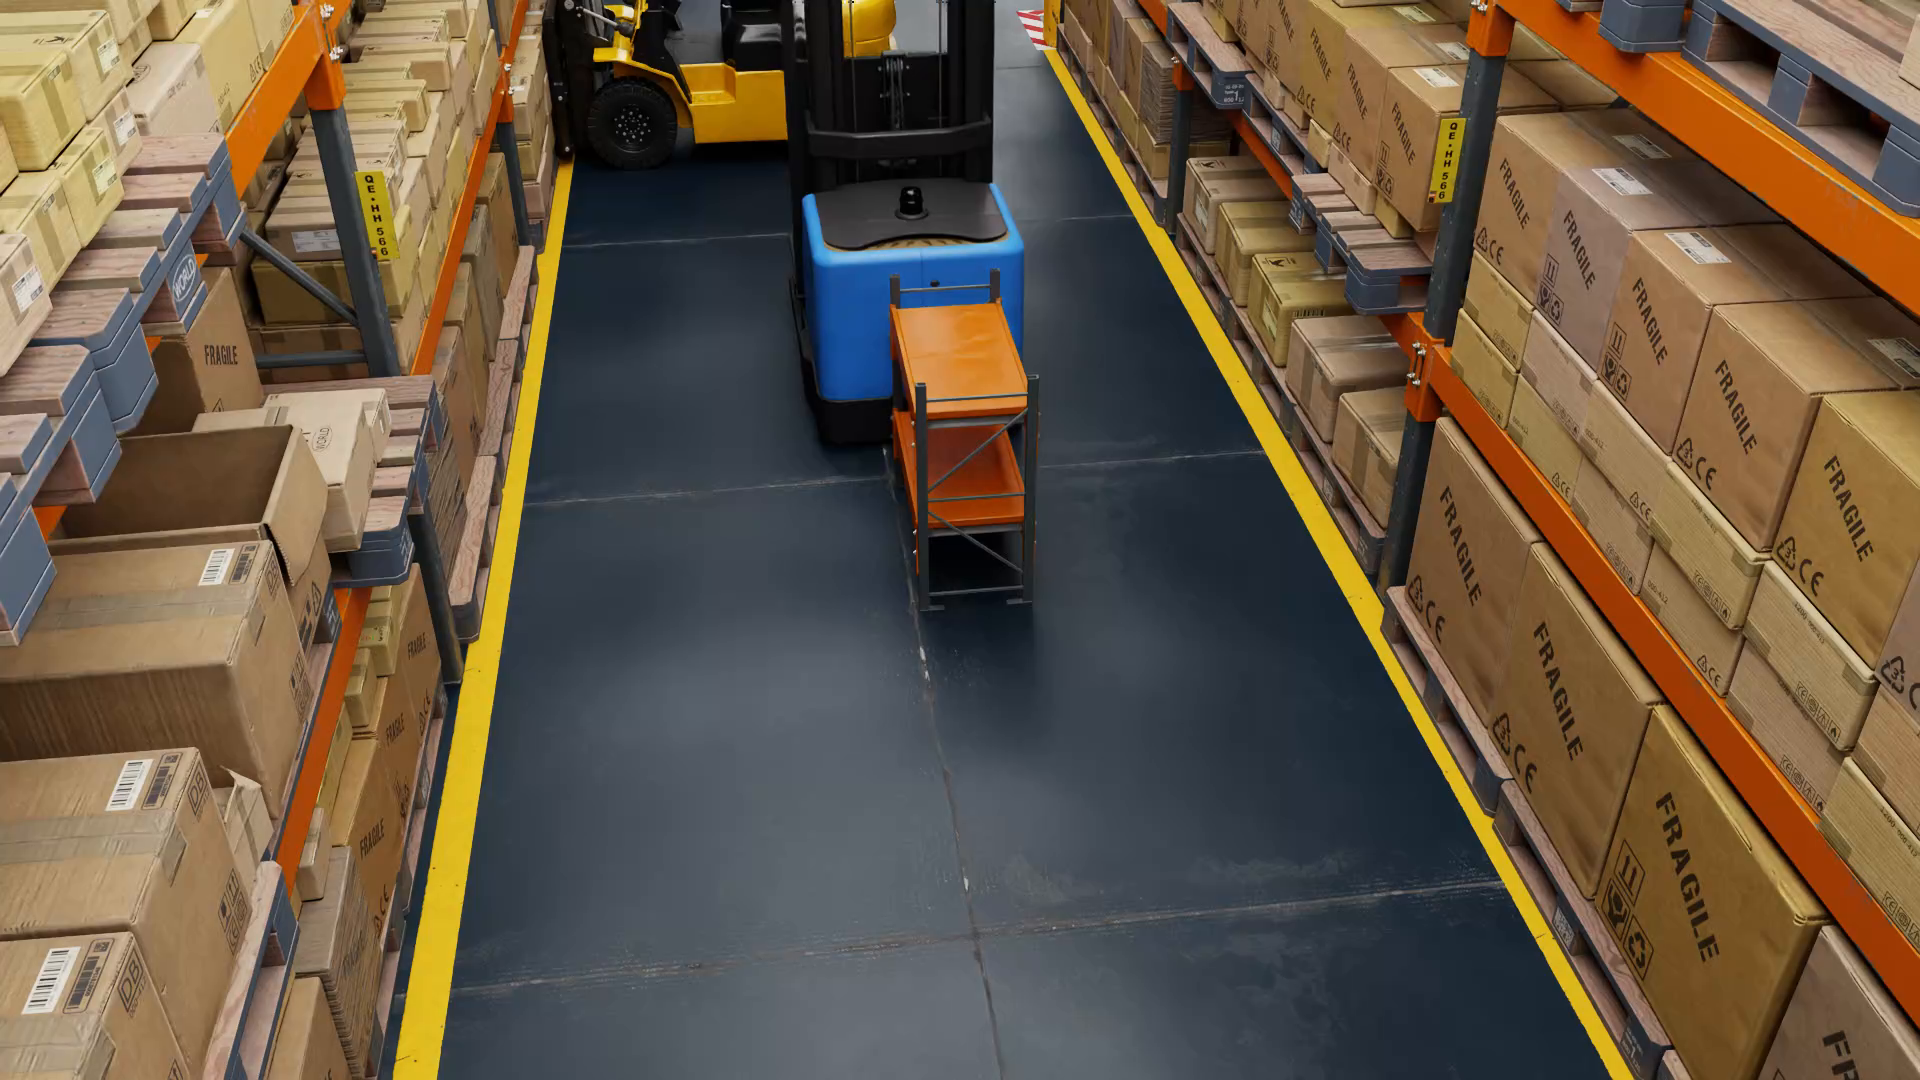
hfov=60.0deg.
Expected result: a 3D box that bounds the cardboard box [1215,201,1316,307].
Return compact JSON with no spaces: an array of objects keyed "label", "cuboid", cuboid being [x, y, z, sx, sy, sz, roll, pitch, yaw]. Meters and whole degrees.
[{"label":"cardboard box","cuboid":[1.990,-1.639,9.452,0.950,0.372,0.625,-2,34,-3]}]

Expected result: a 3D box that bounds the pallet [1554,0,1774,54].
[{"label":"pallet","cuboid":[2.494,-1.819,5.260,1.213,0.211,1.003,-3,34,-4]}]

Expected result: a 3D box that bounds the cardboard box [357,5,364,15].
[{"label":"cardboard box","cuboid":[-3.287,-2.709,8.751,0.500,0.250,0.500,-5,35,-7]}]

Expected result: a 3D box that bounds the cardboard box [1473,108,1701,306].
[{"label":"cardboard box","cuboid":[2.179,-1.174,5.832,0.500,0.500,0.500,-5,35,-8]}]

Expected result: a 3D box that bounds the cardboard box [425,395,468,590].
[{"label":"cardboard box","cuboid":[-2.634,-0.176,7.081,0.875,0.625,0.625,-3,34,-5]}]

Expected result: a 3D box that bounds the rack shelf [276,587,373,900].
[{"label":"rack shelf","cuboid":[-2.294,0.778,4.583,1.077,0.370,4.000,-4,35,-6]}]

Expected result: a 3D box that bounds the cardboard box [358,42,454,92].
[{"label":"cardboard box","cuboid":[-2.522,-2.150,7.576,0.380,0.149,0.250,-5,35,-8]}]

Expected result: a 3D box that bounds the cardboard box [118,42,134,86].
[{"label":"cardboard box","cuboid":[-2.130,-1.078,3.783,0.380,0.149,0.250,-3,34,-5]}]

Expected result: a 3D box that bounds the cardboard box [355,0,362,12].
[{"label":"cardboard box","cuboid":[-3.283,-2.810,8.545,0.380,0.149,0.250,-5,35,-8]}]

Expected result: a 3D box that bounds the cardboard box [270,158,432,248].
[{"label":"cardboard box","cuboid":[-2.447,-1.325,6.720,0.500,0.250,0.500,-3,34,-5]}]

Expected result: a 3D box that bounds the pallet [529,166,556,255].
[{"label":"pallet","cuboid":[-3.167,-2.162,10.734,1.003,0.211,1.213,-4,35,-6]}]

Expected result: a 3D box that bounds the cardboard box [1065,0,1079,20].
[{"label":"cardboard box","cuboid":[1.117,-4.340,12.858,0.500,0.500,0.500,-5,35,-8]}]

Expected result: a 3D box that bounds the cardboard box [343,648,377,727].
[{"label":"cardboard box","cuboid":[-2.187,0.513,5.604,0.380,0.149,0.250,-5,35,-8]}]

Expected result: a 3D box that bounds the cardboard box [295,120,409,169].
[{"label":"cardboard box","cuboid":[-2.459,-1.580,6.740,0.380,0.149,0.250,-4,34,-6]}]

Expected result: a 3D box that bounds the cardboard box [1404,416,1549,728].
[{"label":"cardboard box","cuboid":[2.365,0.083,6.478,0.875,0.875,0.875,-5,35,-7]}]

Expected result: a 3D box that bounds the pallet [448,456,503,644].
[{"label":"pallet","cuboid":[-2.635,0.055,7.482,1.003,0.211,1.213,-4,35,-6]}]

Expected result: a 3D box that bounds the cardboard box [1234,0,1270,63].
[{"label":"cardboard box","cuboid":[1.717,-2.743,8.386,0.500,0.500,0.500,-5,35,-7]}]

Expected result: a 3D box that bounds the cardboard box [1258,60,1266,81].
[{"label":"cardboard box","cuboid":[1.741,-2.405,8.466,0.380,0.149,0.250,-4,34,-6]}]

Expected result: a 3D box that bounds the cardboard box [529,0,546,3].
[{"label":"cardboard box","cuboid":[-3.116,-3.751,11.771,0.500,0.250,0.500,-4,34,-6]}]

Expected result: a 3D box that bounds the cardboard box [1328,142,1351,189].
[{"label":"cardboard box","cuboid":[1.866,-1.670,7.387,0.380,0.149,0.250,-6,35,-9]}]

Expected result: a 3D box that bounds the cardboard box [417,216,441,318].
[{"label":"cardboard box","cuboid":[-2.444,-1.120,6.863,0.500,0.250,0.500,-5,35,-7]}]

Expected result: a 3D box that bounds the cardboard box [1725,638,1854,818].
[{"label":"cardboard box","cuboid":[2.466,0.483,4.511,0.500,0.250,0.500,-5,35,-8]}]

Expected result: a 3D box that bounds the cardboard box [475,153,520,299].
[{"label":"cardboard box","cuboid":[-3.020,-1.769,9.418,0.875,0.625,0.625,-3,34,-4]}]

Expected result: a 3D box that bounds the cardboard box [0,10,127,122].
[{"label":"cardboard box","cuboid":[-1.896,-0.931,3.286,0.380,0.149,0.250,-4,34,-6]}]

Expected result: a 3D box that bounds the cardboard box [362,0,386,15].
[{"label":"cardboard box","cuboid":[-2.802,-2.719,8.412,0.380,0.149,0.250,-4,35,-6]}]

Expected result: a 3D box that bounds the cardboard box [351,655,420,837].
[{"label":"cardboard box","cuboid":[-2.237,0.724,5.870,0.500,0.500,0.500,-5,35,-7]}]

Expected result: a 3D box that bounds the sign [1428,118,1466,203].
[{"label":"sign","cuboid":[1.818,-1.412,6.201,0.100,0.325,0.005,-4,35,-6]}]

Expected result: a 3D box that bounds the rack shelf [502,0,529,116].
[{"label":"rack shelf","cuboid":[-3.370,-3.686,11.134,1.077,0.370,4.000,-4,35,-6]}]

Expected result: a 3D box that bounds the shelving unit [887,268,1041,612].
[{"label":"shelving unit","cuboid":[0.001,-0.461,7.428,0.538,1.125,1.048,-4,35,-6]}]

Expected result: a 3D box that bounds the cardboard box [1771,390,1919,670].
[{"label":"cardboard box","cuboid":[2.458,-0.038,4.166,0.500,0.500,0.500,-3,34,-5]}]

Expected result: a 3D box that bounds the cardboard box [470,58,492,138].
[{"label":"cardboard box","cuboid":[-2.701,-2.263,8.541,0.500,0.250,0.500,-5,35,-7]}]

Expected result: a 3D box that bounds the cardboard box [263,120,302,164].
[{"label":"cardboard box","cuboid":[-3.034,-1.574,7.085,0.500,0.250,0.500,-5,35,-7]}]

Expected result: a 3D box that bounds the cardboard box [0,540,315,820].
[{"label":"cardboard box","cuboid":[-2.044,0.369,4.084,0.700,0.500,0.500,-5,35,-7]}]

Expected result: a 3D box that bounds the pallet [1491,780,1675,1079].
[{"label":"pallet","cuboid":[2.547,1.264,5.707,1.003,0.211,1.213,-4,35,-6]}]

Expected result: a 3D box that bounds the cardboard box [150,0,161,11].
[{"label":"cardboard box","cuboid":[-2.086,-1.347,3.915,0.380,0.149,0.250,-5,35,-7]}]

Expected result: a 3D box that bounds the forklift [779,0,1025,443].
[{"label":"forklift","cuboid":[-0.405,-2.516,8.839,1.130,2.935,3.031,-5,35,-7]}]

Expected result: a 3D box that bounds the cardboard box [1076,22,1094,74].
[{"label":"cardboard box","cuboid":[1.174,-3.758,12.669,0.500,0.250,0.500,-3,34,-5]}]

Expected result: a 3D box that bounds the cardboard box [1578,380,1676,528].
[{"label":"cardboard box","cuboid":[2.301,-0.288,5.199,0.500,0.250,0.500,-4,35,-7]}]

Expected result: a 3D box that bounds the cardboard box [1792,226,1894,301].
[{"label":"cardboard box","cuboid":[2.821,-0.635,5.042,0.500,0.500,0.500,-4,35,-6]}]

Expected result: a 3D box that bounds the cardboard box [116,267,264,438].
[{"label":"cardboard box","cuboid":[-2.649,-0.551,5.433,0.500,0.500,0.500,-3,34,-4]}]

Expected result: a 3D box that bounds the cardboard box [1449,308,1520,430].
[{"label":"cardboard box","cuboid":[2.171,-0.659,6.186,0.500,0.250,0.500,-5,35,-7]}]

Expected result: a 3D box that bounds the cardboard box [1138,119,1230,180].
[{"label":"cardboard box","cuboid":[1.471,-2.592,10.958,0.500,0.250,0.500,-3,34,-4]}]

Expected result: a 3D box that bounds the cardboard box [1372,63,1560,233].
[{"label":"cardboard box","cuboid":[2.018,-1.583,6.684,0.500,0.500,0.500,-5,35,-8]}]

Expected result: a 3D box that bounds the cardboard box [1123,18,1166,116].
[{"label":"cardboard box","cuboid":[1.401,-3.186,11.164,0.500,0.500,0.500,-4,34,-6]}]

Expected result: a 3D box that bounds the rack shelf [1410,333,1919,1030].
[{"label":"rack shelf","cuboid":[2.624,0.400,5.138,1.077,0.370,4.000,-4,35,-6]}]

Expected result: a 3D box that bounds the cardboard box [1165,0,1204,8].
[{"label":"cardboard box","cuboid":[1.472,-3.297,10.148,0.380,0.149,0.250,-5,35,-7]}]

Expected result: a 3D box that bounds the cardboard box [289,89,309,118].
[{"label":"cardboard box","cuboid":[-3.033,-1.966,7.306,0.380,0.149,0.250,-3,34,-5]}]

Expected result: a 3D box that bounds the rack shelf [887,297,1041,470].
[{"label":"rack shelf","cuboid":[0.001,-0.703,7.263,0.538,0.278,1.000,-4,35,-6]}]

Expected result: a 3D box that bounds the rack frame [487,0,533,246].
[{"label":"rack frame","cuboid":[-3.101,-2.867,9.293,1.000,3.000,0.127,-4,35,-6]}]

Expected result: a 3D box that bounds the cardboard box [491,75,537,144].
[{"label":"cardboard box","cuboid":[-2.855,-2.611,10.099,0.500,0.250,0.500,-5,35,-7]}]

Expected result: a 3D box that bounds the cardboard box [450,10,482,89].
[{"label":"cardboard box","cuboid":[-2.706,-2.470,8.401,0.500,0.250,0.500,-5,35,-8]}]

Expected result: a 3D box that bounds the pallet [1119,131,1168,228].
[{"label":"pallet","cuboid":[1.691,-2.465,11.179,1.003,0.211,1.213,-4,35,-6]}]

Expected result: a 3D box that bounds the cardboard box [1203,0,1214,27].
[{"label":"cardboard box","cuboid":[1.578,-2.982,9.313,0.380,0.149,0.250,-4,34,-6]}]

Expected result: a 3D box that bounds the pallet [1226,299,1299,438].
[{"label":"pallet","cuboid":[2.090,-0.976,8.995,1.003,0.211,1.213,-4,35,-6]}]

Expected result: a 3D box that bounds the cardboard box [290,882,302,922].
[{"label":"cardboard box","cuboid":[-2.113,1.096,4.749,0.380,0.149,0.250,-4,35,-6]}]

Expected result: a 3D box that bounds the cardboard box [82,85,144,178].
[{"label":"cardboard box","cuboid":[-1.904,-0.806,3.367,0.380,0.149,0.250,-4,34,-5]}]

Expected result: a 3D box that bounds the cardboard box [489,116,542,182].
[{"label":"cardboard box","cuboid":[-2.860,-2.404,10.239,0.500,0.250,0.500,-5,35,-7]}]
